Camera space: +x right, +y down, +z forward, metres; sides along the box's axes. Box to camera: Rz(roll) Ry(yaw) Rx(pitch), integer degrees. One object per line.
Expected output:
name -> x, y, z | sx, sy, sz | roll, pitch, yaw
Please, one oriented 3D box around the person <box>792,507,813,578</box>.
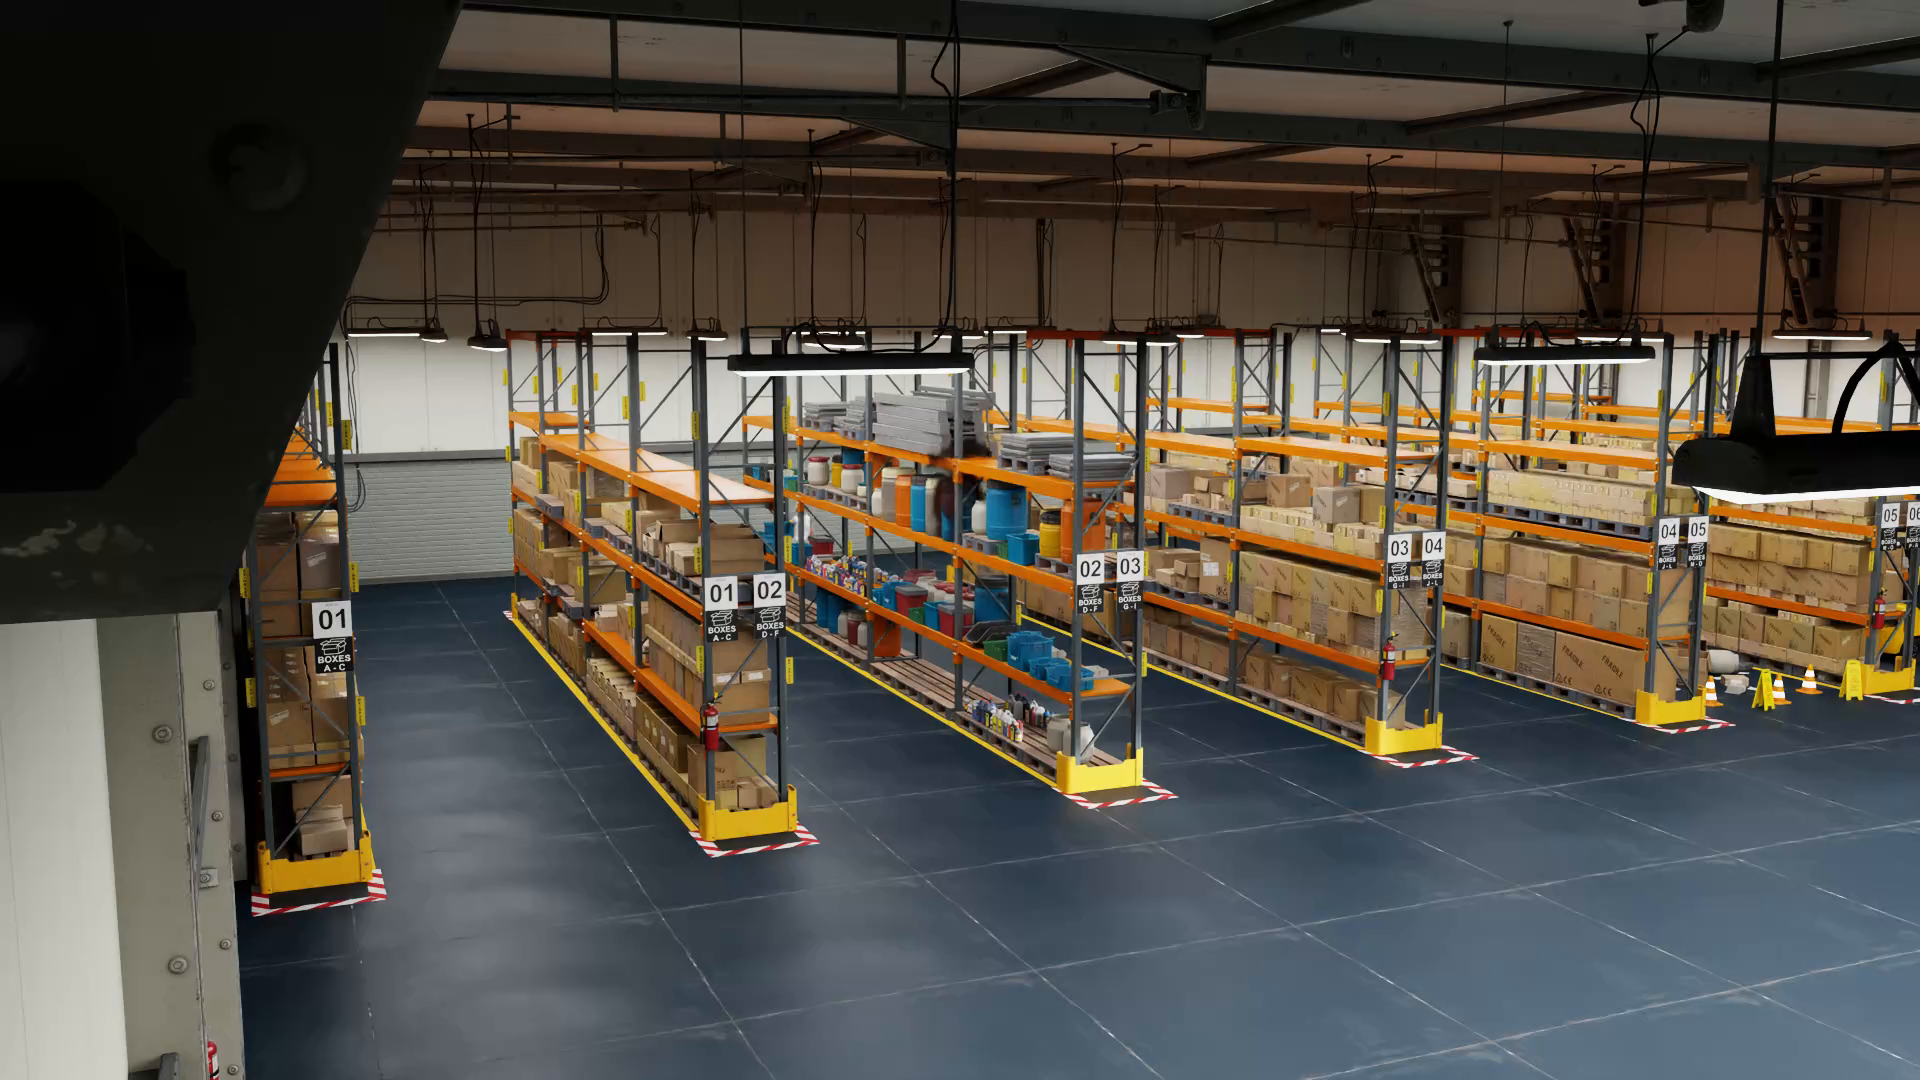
person -> -3.750, 0.033, 39.773 | 0.394, 1.811, 0.555 | 6, 10, 40
